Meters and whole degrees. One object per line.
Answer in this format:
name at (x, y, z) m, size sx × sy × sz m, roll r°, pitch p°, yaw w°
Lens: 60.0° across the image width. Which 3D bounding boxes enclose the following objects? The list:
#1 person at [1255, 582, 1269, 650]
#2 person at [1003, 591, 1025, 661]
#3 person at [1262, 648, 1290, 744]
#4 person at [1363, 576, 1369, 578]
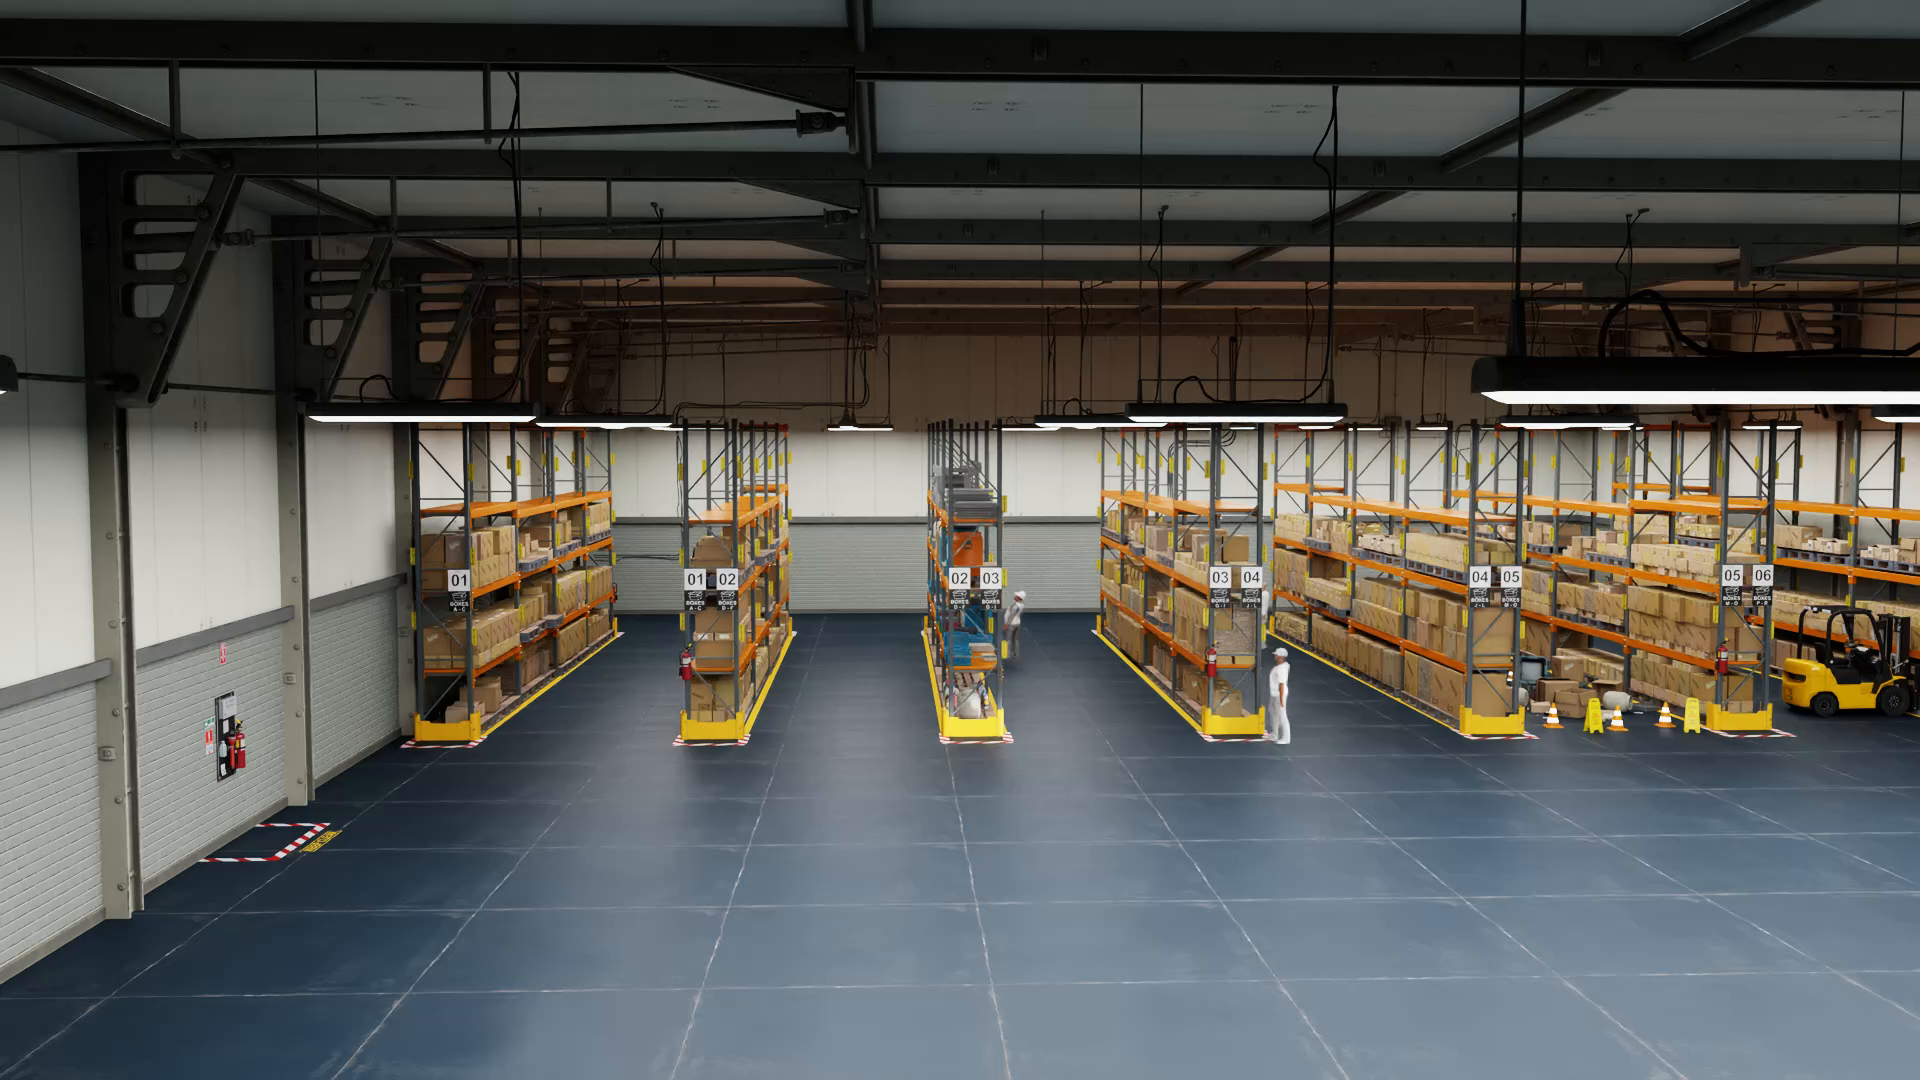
person at (7.995, 2.008, 44.242) m, size 0.438 × 1.796 × 0.624 m, roll 0°, pitch 4°, yaw 5°
person at (1.334, 2.154, 41.699) m, size 0.519 × 1.737 × 0.585 m, roll 2°, pitch 4°, yaw 32°
person at (5.860, 2.859, 30.732) m, size 0.431 × 1.771 × 0.793 m, roll 0°, pitch 4°, yaw -2°
person at (11.481, 1.849, 47.262) m, size 0.449 × 1.658 × 0.485 m, roll 2°, pitch 4°, yaw 25°
